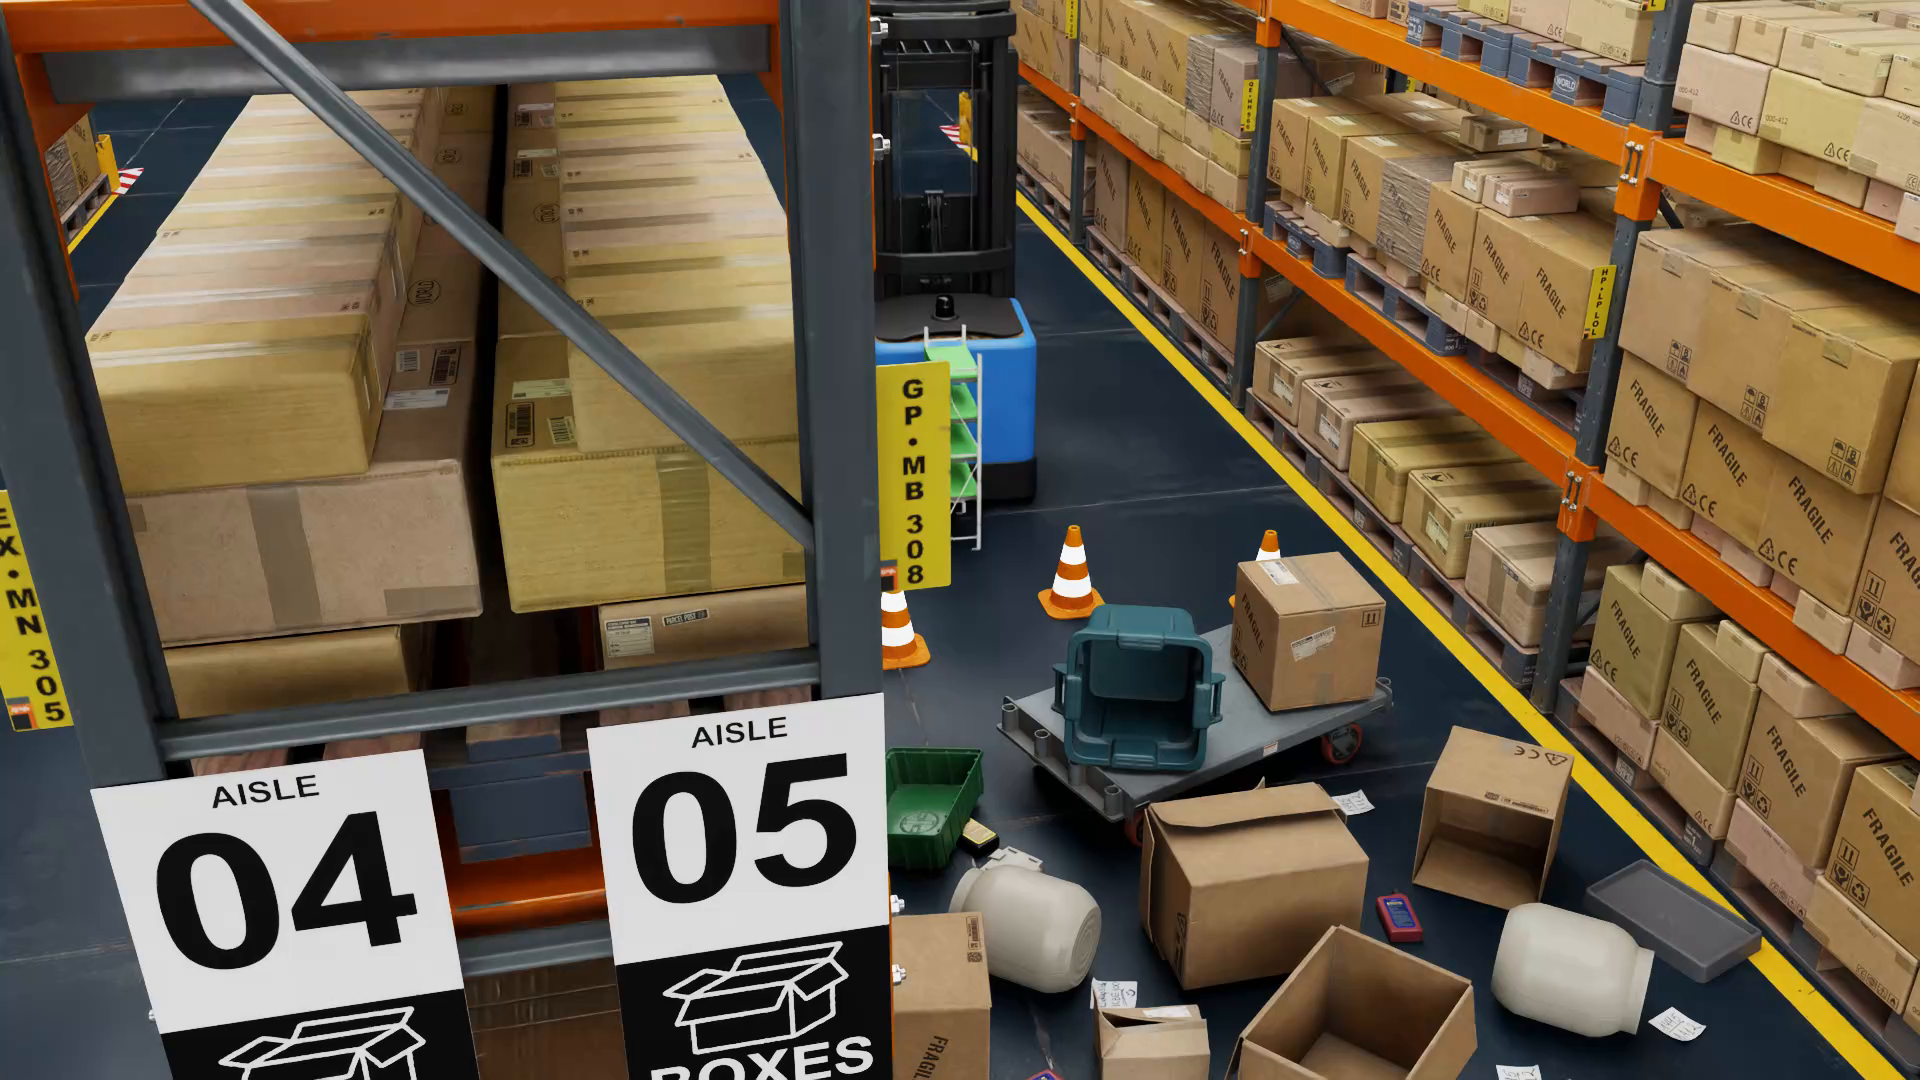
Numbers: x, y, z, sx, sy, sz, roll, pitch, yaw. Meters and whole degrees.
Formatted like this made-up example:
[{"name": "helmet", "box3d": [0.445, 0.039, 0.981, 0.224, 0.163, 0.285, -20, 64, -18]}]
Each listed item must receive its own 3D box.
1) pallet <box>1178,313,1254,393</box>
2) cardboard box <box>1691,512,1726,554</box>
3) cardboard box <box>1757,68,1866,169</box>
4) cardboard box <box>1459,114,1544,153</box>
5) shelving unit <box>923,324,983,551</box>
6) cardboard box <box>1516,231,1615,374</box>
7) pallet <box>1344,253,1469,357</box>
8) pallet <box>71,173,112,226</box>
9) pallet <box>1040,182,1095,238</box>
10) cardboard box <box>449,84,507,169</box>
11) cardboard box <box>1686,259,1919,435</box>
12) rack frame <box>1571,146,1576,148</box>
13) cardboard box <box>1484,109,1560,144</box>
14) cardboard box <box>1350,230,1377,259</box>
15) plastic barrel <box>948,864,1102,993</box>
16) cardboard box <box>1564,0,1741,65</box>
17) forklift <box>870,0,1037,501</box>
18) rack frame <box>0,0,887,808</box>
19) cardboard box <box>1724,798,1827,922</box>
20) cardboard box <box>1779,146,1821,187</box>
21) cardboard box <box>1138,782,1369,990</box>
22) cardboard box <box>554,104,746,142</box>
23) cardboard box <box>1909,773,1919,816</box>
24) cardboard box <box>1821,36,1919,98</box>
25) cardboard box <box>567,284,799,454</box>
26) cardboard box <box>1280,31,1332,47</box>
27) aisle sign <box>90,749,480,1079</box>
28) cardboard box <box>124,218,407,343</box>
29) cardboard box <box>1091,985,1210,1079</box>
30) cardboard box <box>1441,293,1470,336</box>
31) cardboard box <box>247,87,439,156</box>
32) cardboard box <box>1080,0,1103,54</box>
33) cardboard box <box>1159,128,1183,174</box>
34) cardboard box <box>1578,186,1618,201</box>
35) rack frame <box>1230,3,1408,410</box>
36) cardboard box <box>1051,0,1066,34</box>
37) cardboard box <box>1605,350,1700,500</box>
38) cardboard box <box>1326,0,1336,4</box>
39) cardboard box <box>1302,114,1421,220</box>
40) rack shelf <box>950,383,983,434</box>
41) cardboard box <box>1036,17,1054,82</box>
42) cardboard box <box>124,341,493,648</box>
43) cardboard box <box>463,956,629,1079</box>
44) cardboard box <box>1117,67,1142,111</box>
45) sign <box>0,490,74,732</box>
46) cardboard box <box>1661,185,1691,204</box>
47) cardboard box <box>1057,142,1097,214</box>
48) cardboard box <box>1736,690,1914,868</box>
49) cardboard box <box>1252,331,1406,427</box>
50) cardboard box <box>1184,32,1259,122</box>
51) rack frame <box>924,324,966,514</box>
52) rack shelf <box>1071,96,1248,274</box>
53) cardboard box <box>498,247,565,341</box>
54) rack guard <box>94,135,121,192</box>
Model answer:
[{"name": "pallet", "box3d": [2.289, -1.429, 12.347, 1.003, 0.211, 1.213, -6, 27, -12]}, {"name": "cardboard box", "box3d": [3.250, -0.062, 6.822, 0.380, 0.149, 0.250, -6, 27, -12]}, {"name": "cardboard box", "box3d": [3.252, -1.522, 5.945, 0.500, 0.250, 0.500, -6, 27, -12]}, {"name": "cardboard box", "box3d": [3.037, -2.285, 9.321, 0.380, 0.149, 0.250, -7, 28, -14]}, {"name": "shelving unit", "box3d": [-0.043, -0.580, 9.567, 0.258, 1.200, 0.503, -5, 27, -9]}, {"name": "cardboard box", "box3d": [2.967, -1.108, 7.710, 0.500, 0.500, 0.500, -6, 27, -13]}, {"name": "pallet", "box3d": [2.879, -1.369, 9.347, 1.003, 0.211, 1.213, -6, 27, -12]}, {"name": "pallet", "box3d": [-8.808, -3.238, 15.930, 1.003, 0.211, 1.213, -6, 27, -12]}, {"name": "pallet", "box3d": [1.397, -3.173, 15.802, 1.003, 0.211, 1.213, -6, 27, -12]}, {"name": "cardboard box", "box3d": [-1.553, -1.189, 4.708, 0.500, 0.250, 0.500, -6, 27, -12]}, {"name": "cardboard box", "box3d": [3.276, -0.746, 6.348, 0.700, 0.500, 0.500, -6, 27, -11]}, {"name": "rack frame", "box3d": [6.327, -4.582, 15.498, 1.000, 3.000, 0.127, -6, 27, -12]}, {"name": "cardboard box", "box3d": [5.860, -4.296, 17.241, 0.700, 0.500, 0.500, -7, 28, -14]}, {"name": "cardboard box", "box3d": [2.505, -1.761, 9.722, 0.380, 0.149, 0.250, -4, 27, -9]}, {"name": "plastic barrel", "box3d": [0.245, 1.475, 6.357, 0.512, 0.421, 0.421, 13, 30, 24]}, {"name": "cardboard box", "box3d": [3.022, -2.265, 7.280, 0.500, 0.250, 0.500, -6, 28, -13]}, {"name": "forklift", "box3d": [-0.217, -2.155, 10.766, 1.130, 2.935, 3.031, -3, 27, -6]}, {"name": "rack frame", "box3d": [-0.604, -0.939, 1.624, 1.000, 3.000, 0.127, -6, 27, -12]}, {"name": "cardboard box", "box3d": [3.418, 1.228, 6.573, 0.500, 0.250, 0.500, -6, 27, -12]}, {"name": "cardboard box", "box3d": [3.294, -1.411, 6.166, 0.380, 0.149, 0.250, -6, 27, -12]}, {"name": "cardboard box", "box3d": [1.115, 1.322, 6.421, 0.797, 0.637, 0.503, -6, 27, -12]}, {"name": "cardboard box", "box3d": [-0.654, -0.813, 3.519, 0.380, 0.149, 0.250, -6, 27, -12]}, {"name": "cardboard box", "box3d": [3.502, 0.902, 5.668, 0.380, 0.149, 0.250, -5, 27, -9]}, {"name": "cardboard box", "box3d": [3.218, -1.629, 5.714, 0.380, 0.149, 0.250, -6, 27, -12]}, {"name": "cardboard box", "box3d": [-0.369, -0.255, 2.414, 0.380, 0.149, 0.250, -6, 27, -11]}, {"name": "cardboard box", "box3d": [2.399, -3.269, 11.677, 0.500, 0.500, 0.500, -6, 27, -11]}, {"name": "aisle sign", "box3d": [-0.880, 0.640, 2.268, 0.394, 0.787, 0.004, -6, 27, -12]}, {"name": "cardboard box", "box3d": [-1.123, -0.412, 2.724, 0.380, 0.149, 0.250, -5, 27, -11]}, {"name": "cardboard box", "box3d": [0.676, 1.771, 5.946, 0.396, 0.266, 0.258, -1, 27, -3]}, {"name": "cardboard box", "box3d": [2.713, -1.176, 8.563, 0.380, 0.149, 0.250, -6, 27, -11]}, {"name": "cardboard box", "box3d": [-1.412, -0.970, 3.830, 0.380, 0.149, 0.250, -6, 27, -12]}, {"name": "cardboard box", "box3d": [1.311, -4.345, 13.808, 0.500, 0.500, 0.500, -6, 27, -11]}, {"name": "cardboard box", "box3d": [1.798, -2.894, 12.321, 0.500, 0.250, 0.500, -6, 27, -12]}, {"name": "cardboard box", "box3d": [3.257, -1.602, 8.688, 0.500, 0.500, 0.500, -6, 27, -12]}, {"name": "rack frame", "box3d": [2.393, -2.320, 11.017, 1.000, 3.000, 0.127, -6, 27, -12]}, {"name": "cardboard box", "box3d": [1.116, -4.746, 14.603, 0.500, 0.500, 0.500, -6, 27, -12]}, {"name": "cardboard box", "box3d": [3.122, -0.520, 7.010, 0.500, 0.500, 0.500, -6, 27, -12]}, {"name": "cardboard box", "box3d": [2.356, -3.331, 9.842, 0.396, 0.266, 0.258, -6, 27, -12]}, {"name": "cardboard box", "box3d": [2.393, -2.236, 9.943, 0.500, 0.500, 0.500, -5, 27, -9]}, {"name": "rack shelf", "box3d": [-0.043, -0.737, 9.488, 0.258, 0.148, 0.480, -5, 27, -9]}, {"name": "cardboard box", "box3d": [1.017, -4.524, 15.272, 0.500, 0.500, 0.500, -7, 28, -13]}, {"name": "cardboard box", "box3d": [-0.986, -0.084, 2.519, 0.500, 0.250, 0.500, -6, 27, -11]}, {"name": "cardboard box", "box3d": [-0.650, 1.023, 3.029, 0.875, 0.550, 0.550, -6, 27, -12]}, {"name": "cardboard box", "box3d": [1.549, -3.560, 13.086, 0.500, 0.250, 0.500, -6, 27, -11]}, {"name": "sign", "box3d": [-1.136, 0.089, 2.021, 0.100, 0.325, 0.005, -6, 27, -12]}, {"name": "cardboard box", "box3d": [6.454, -2.966, 14.605, 0.500, 0.500, 0.500, -7, 28, -13]}, {"name": "cardboard box", "box3d": [1.455, -3.406, 15.547, 0.875, 0.438, 0.875, -6, 27, -12]}, {"name": "cardboard box", "box3d": [3.412, 0.889, 6.412, 0.500, 0.500, 0.500, -5, 27, -9]}, {"name": "cardboard box", "box3d": [2.511, -1.085, 11.021, 0.950, 0.372, 0.625, -8, 28, -15]}, {"name": "cardboard box", "box3d": [1.898, -3.236, 11.611, 0.500, 0.500, 0.500, -5, 27, -11]}, {"name": "rack frame", "box3d": [-0.085, -0.688, 9.782, 0.240, 1.200, 0.015, -5, 27, -9]}, {"name": "rack shelf", "box3d": [1.942, -2.877, 12.919, 1.077, 0.370, 4.000, -6, 27, -12]}, {"name": "cardboard box", "box3d": [-0.578, -0.359, 3.062, 0.500, 0.250, 0.500, -6, 27, -12]}, {"name": "rack guard", "box3d": [-9.070, -3.720, 16.566, 1.175, 0.500, 0.348, -6, 27, -12]}]
